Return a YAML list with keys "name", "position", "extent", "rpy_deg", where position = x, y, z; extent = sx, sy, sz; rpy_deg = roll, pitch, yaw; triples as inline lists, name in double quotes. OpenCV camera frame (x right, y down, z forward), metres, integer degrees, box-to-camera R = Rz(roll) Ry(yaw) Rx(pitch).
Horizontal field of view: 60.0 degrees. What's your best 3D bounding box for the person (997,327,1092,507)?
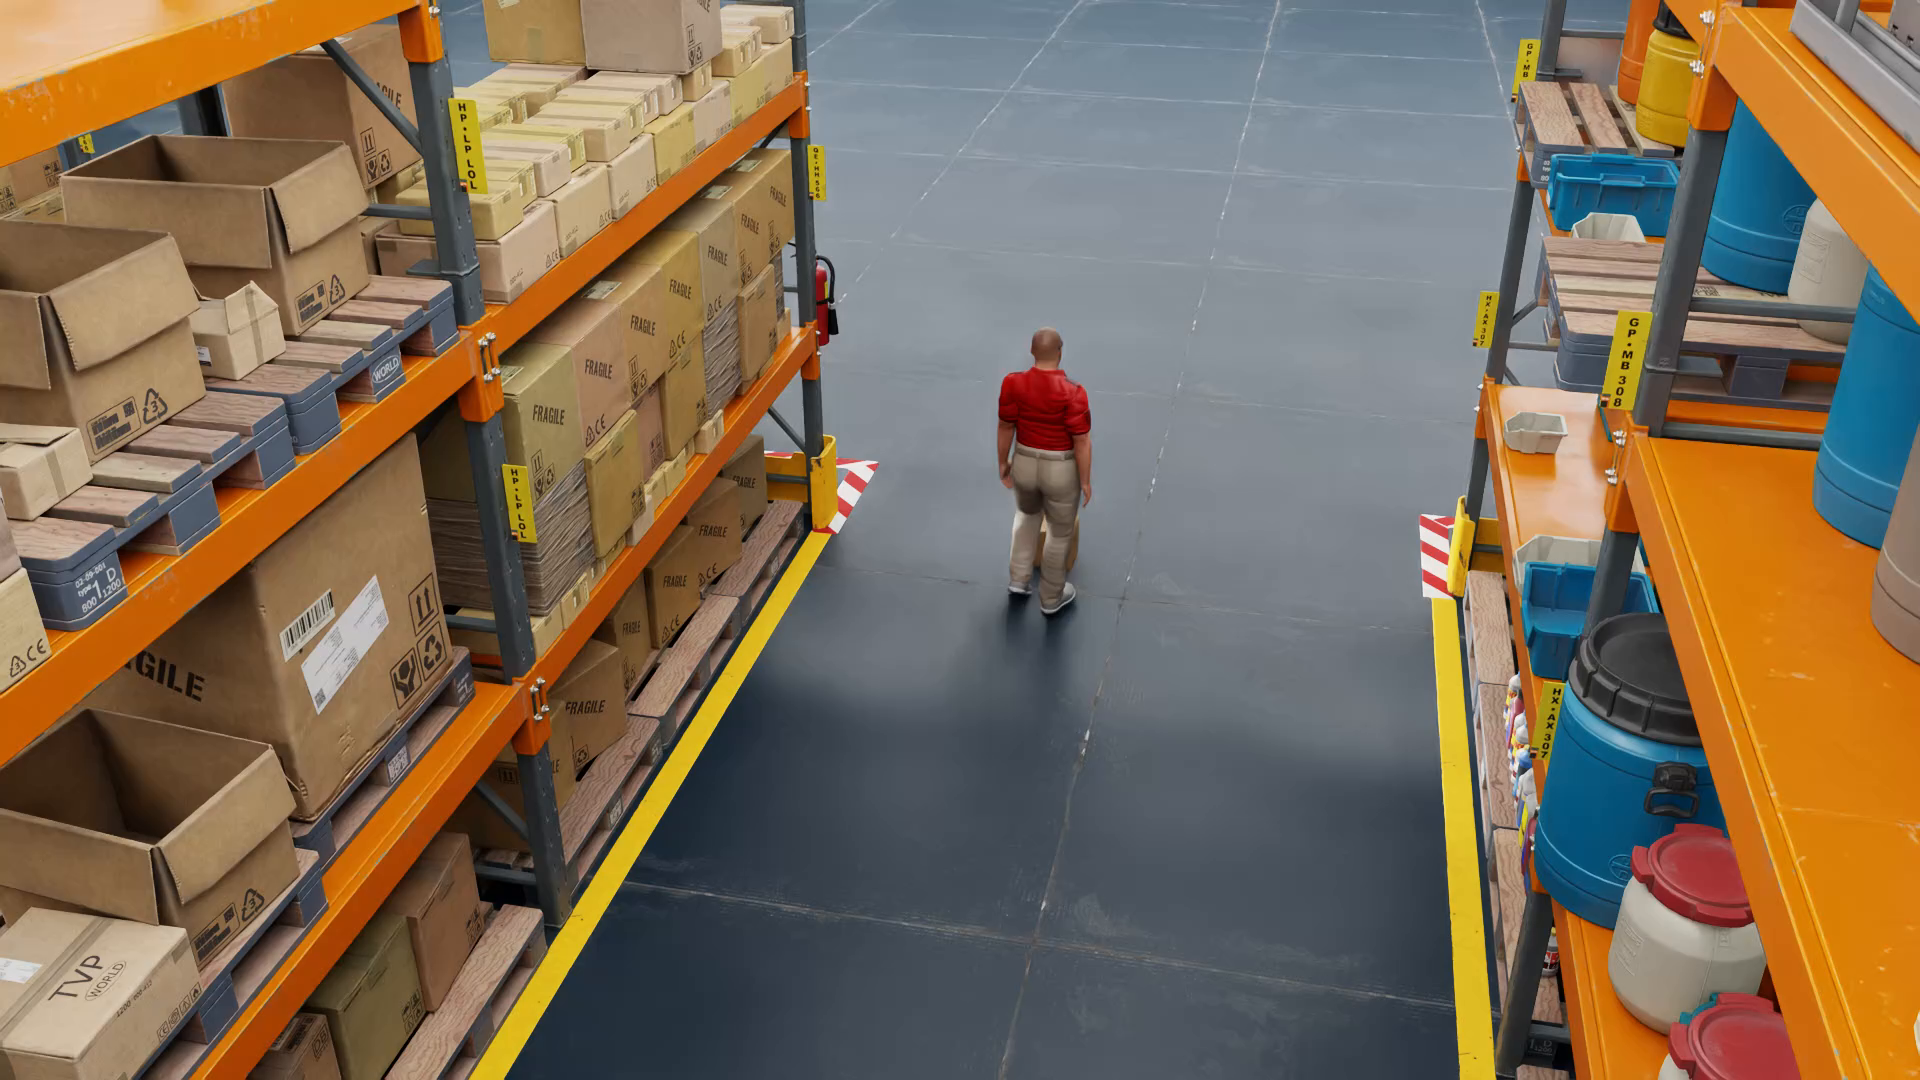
- name: "person"
  position: [0.489, -0.694, 9.164]
  extent: [0.567, 1.031, 0.339]
  rpy_deg: [13, 31, 23]
